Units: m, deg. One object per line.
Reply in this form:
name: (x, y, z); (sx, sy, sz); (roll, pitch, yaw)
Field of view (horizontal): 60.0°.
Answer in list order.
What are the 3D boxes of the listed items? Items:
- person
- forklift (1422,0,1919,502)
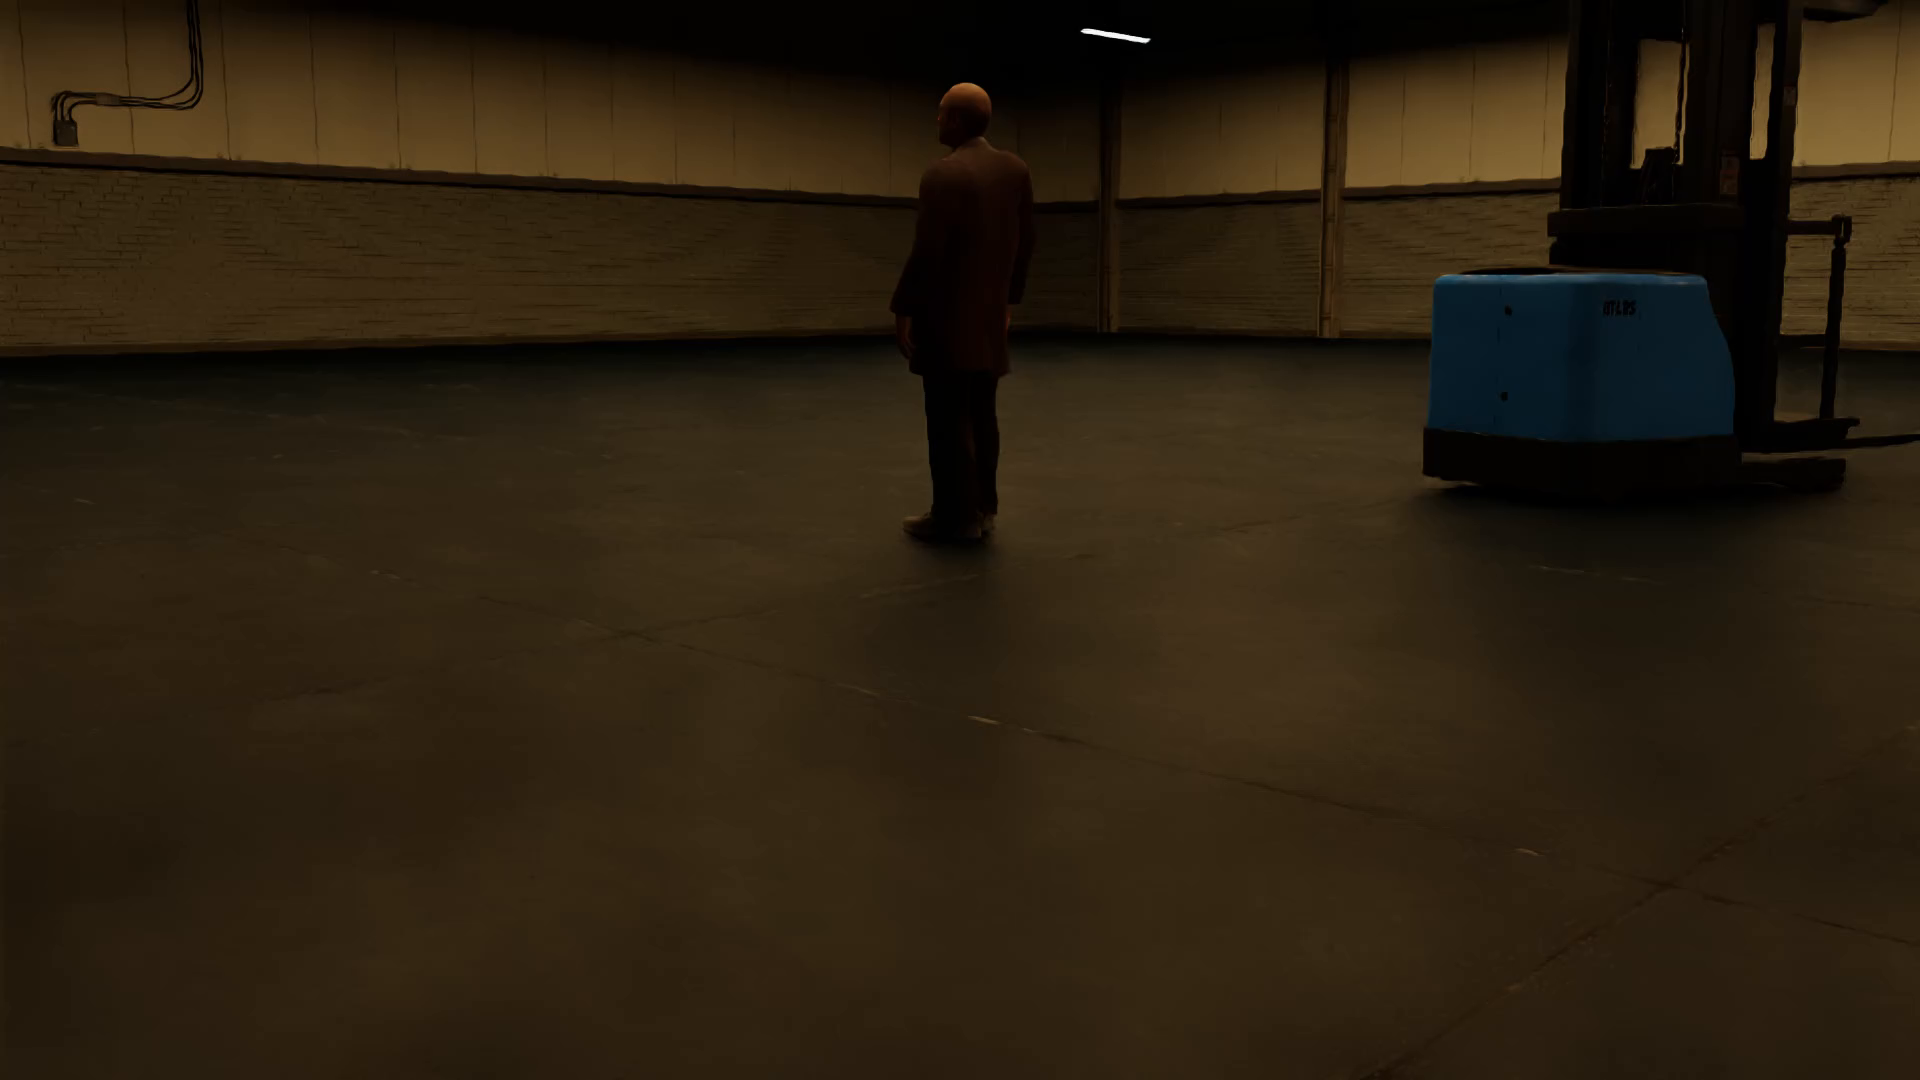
person: (-0.063, -0.896, 6.650); (0.580, 1.776, 0.694); (8, 12, 43)
forklift: (3.900, -1.754, 8.522); (3.031, 2.935, 1.130); (-4, 10, -27)
